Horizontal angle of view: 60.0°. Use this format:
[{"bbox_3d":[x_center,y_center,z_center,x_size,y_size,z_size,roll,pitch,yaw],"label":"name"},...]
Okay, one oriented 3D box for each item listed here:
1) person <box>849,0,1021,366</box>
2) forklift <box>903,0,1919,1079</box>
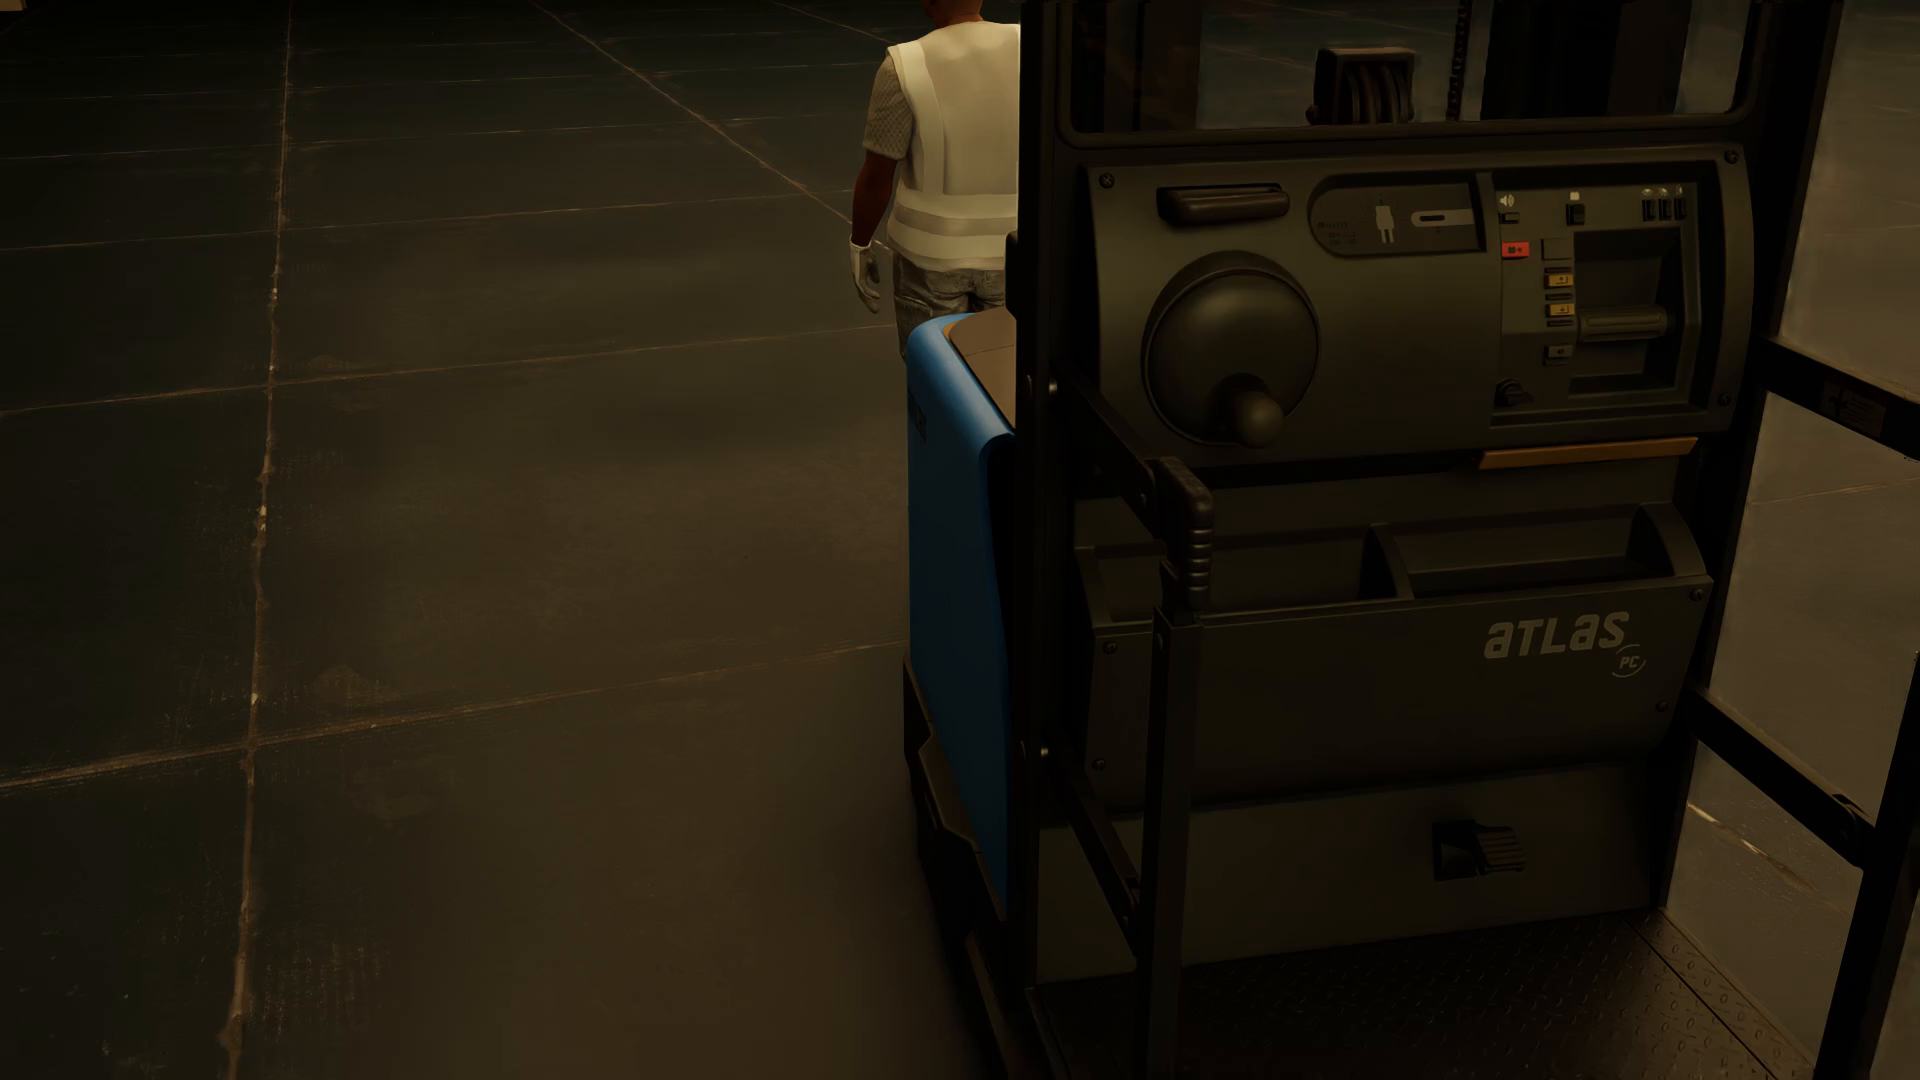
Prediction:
[{"bbox_3d":[-0.017,-0.856,4.796,0.657,1.785,0.575,-8,24,-18],"label":"person"},{"bbox_3d":[0.666,-0.301,2.015,1.130,2.935,3.031,-4,23,-10],"label":"forklift"}]
